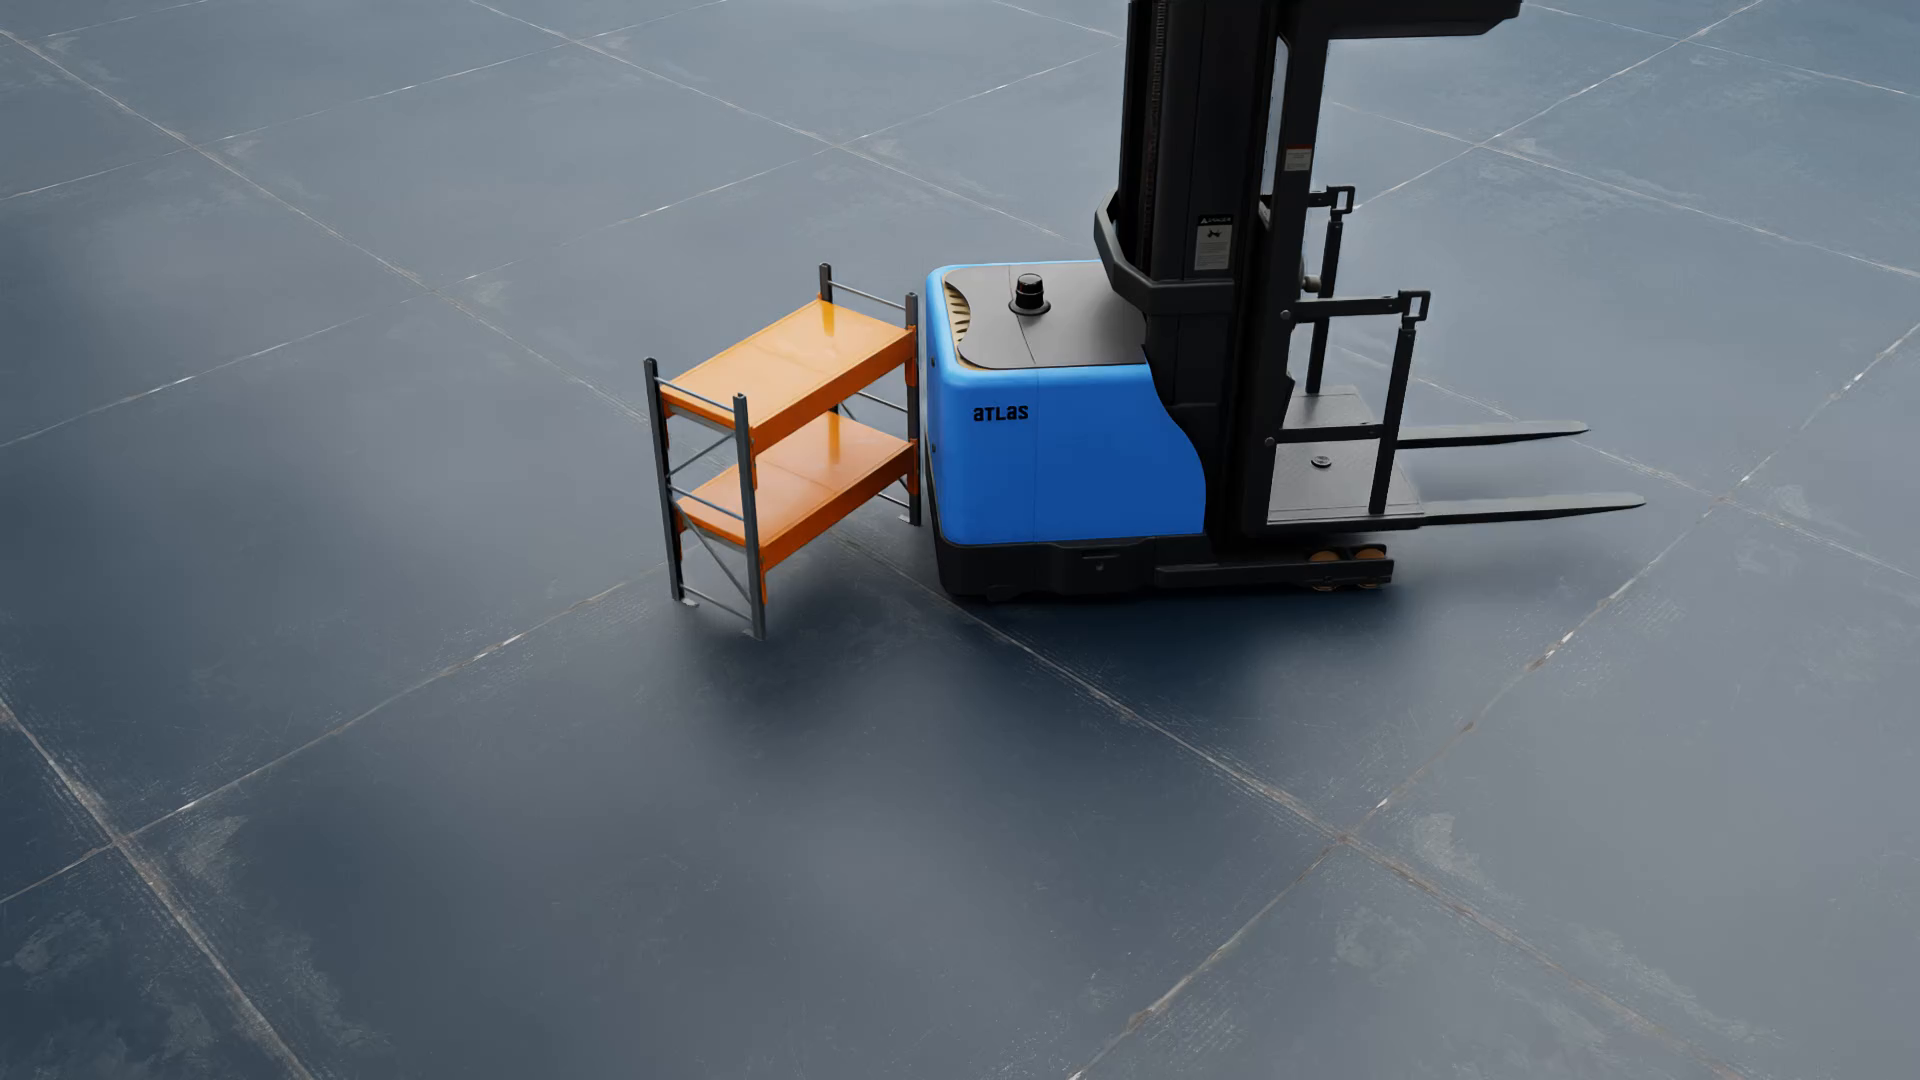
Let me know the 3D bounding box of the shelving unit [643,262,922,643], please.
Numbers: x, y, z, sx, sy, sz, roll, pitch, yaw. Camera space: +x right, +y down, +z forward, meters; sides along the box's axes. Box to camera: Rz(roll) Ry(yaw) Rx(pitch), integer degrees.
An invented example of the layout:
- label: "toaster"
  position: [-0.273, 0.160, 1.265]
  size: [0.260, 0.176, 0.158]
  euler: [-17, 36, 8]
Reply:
- label: "shelving unit"
  position: [-0.682, -0.375, 6.804]
  size: [0.538, 1.125, 1.048]
  euler: [23, 41, 29]

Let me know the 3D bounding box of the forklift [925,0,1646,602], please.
- label: "forklift"
  position: [1.389, -1.288, 6.535]
  size: [3.031, 2.935, 1.130]
  euler: [-3, 35, -4]

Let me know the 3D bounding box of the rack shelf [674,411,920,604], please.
- label: "rack shelf"
  position: [-0.682, -0.174, 6.944]
  size: [0.538, 0.278, 1.000]
  euler: [23, 41, 29]

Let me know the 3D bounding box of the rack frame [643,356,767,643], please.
- label: "rack frame"
  position: [-0.984, -0.141, 6.469]
  size: [0.500, 1.125, 0.032]
  euler: [23, 41, 29]

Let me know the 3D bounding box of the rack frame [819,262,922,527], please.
- label: "rack frame"
  position: [-0.380, -0.609, 7.140]
  size: [0.500, 1.125, 0.032]
  euler: [23, 41, 29]

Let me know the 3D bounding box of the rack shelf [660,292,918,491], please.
- label: "rack shelf"
  position: [-0.682, -0.615, 6.637]
  size: [0.538, 0.278, 1.000]
  euler: [23, 41, 29]
